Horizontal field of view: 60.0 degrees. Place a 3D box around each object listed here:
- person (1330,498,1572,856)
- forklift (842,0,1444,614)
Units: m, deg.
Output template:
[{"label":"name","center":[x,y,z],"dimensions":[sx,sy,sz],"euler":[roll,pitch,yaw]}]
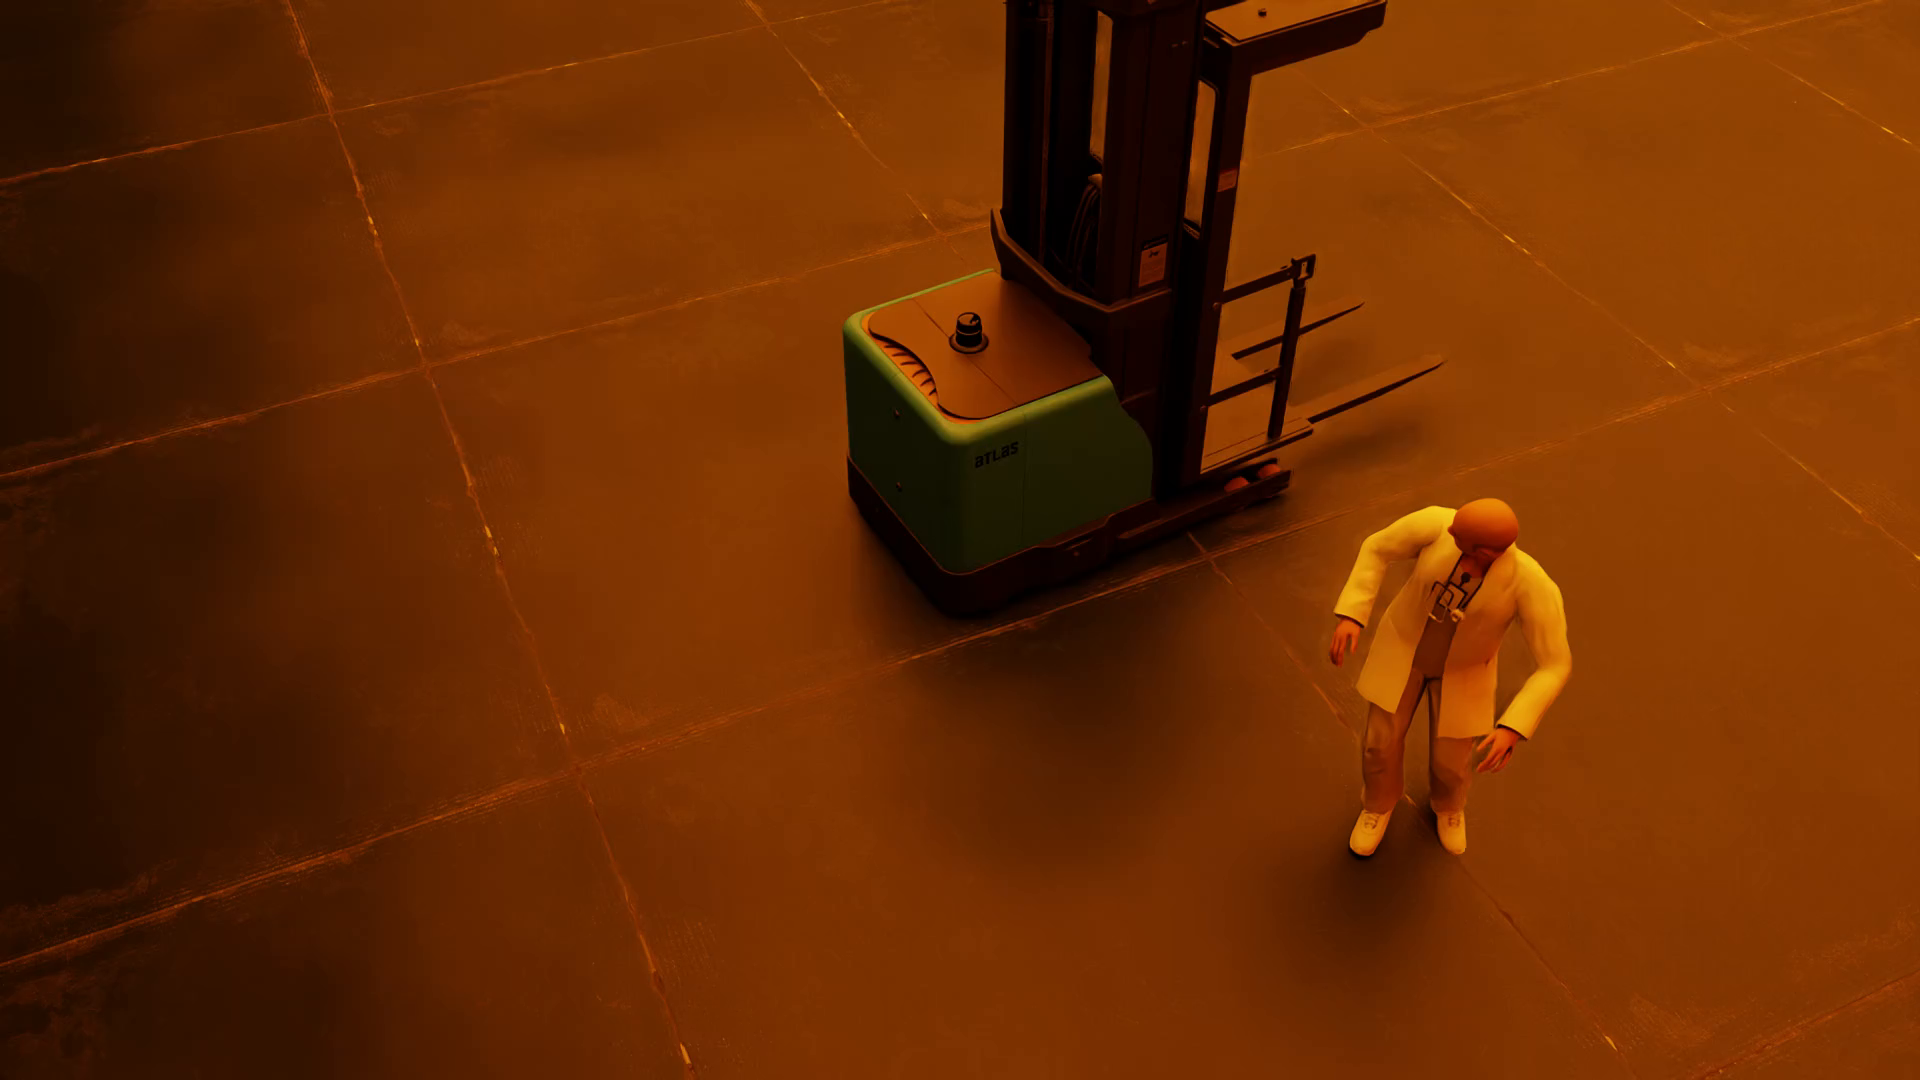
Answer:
[{"label":"person","center":[1.725,0.538,6.037],"dimensions":[0.836,1.722,0.678],"euler":[21,47,21]},{"label":"forklift","center":[0.999,-1.497,7.284],"dimensions":[3.031,2.935,1.130],"euler":[-22,47,-22]}]
